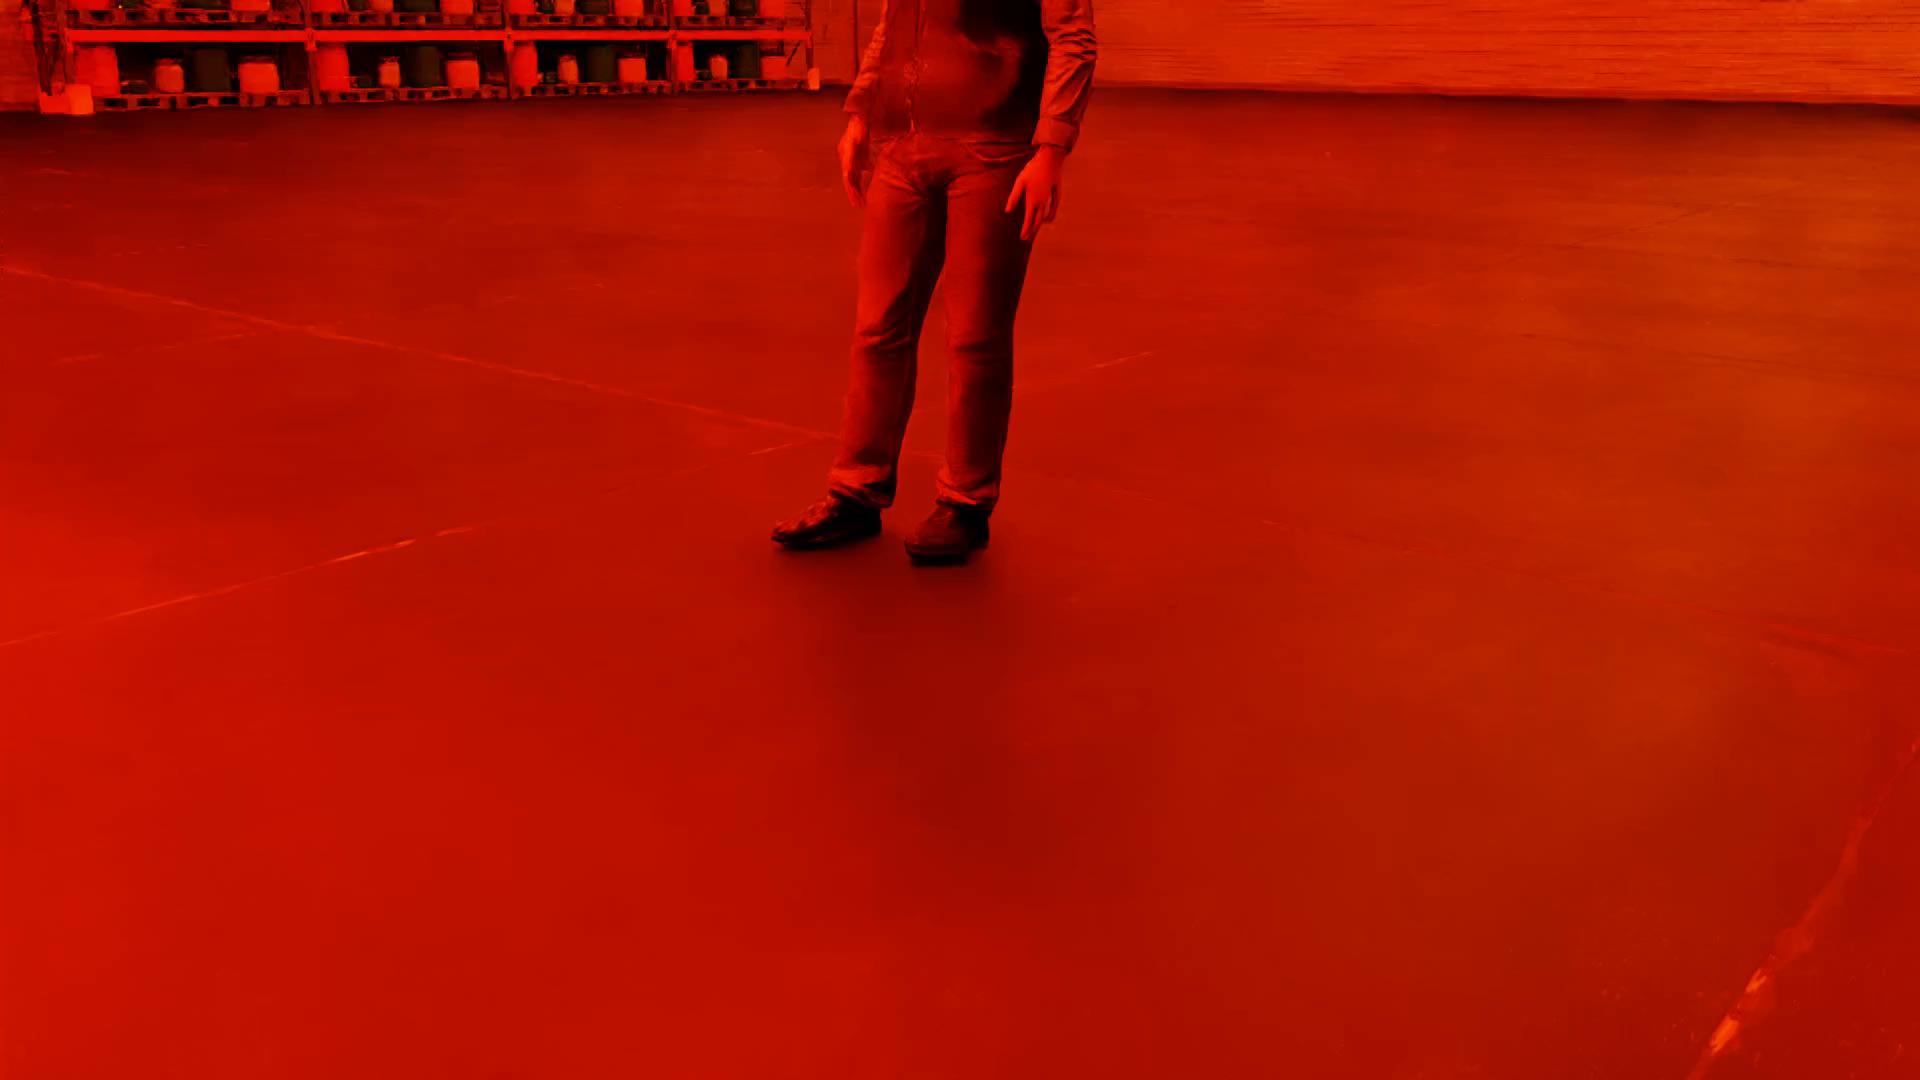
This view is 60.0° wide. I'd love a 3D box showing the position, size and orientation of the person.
[{"bbox_3d":[-0.046,-0.818,3.649,0.632,1.720,0.567,13,21,37],"label":"person"}]
